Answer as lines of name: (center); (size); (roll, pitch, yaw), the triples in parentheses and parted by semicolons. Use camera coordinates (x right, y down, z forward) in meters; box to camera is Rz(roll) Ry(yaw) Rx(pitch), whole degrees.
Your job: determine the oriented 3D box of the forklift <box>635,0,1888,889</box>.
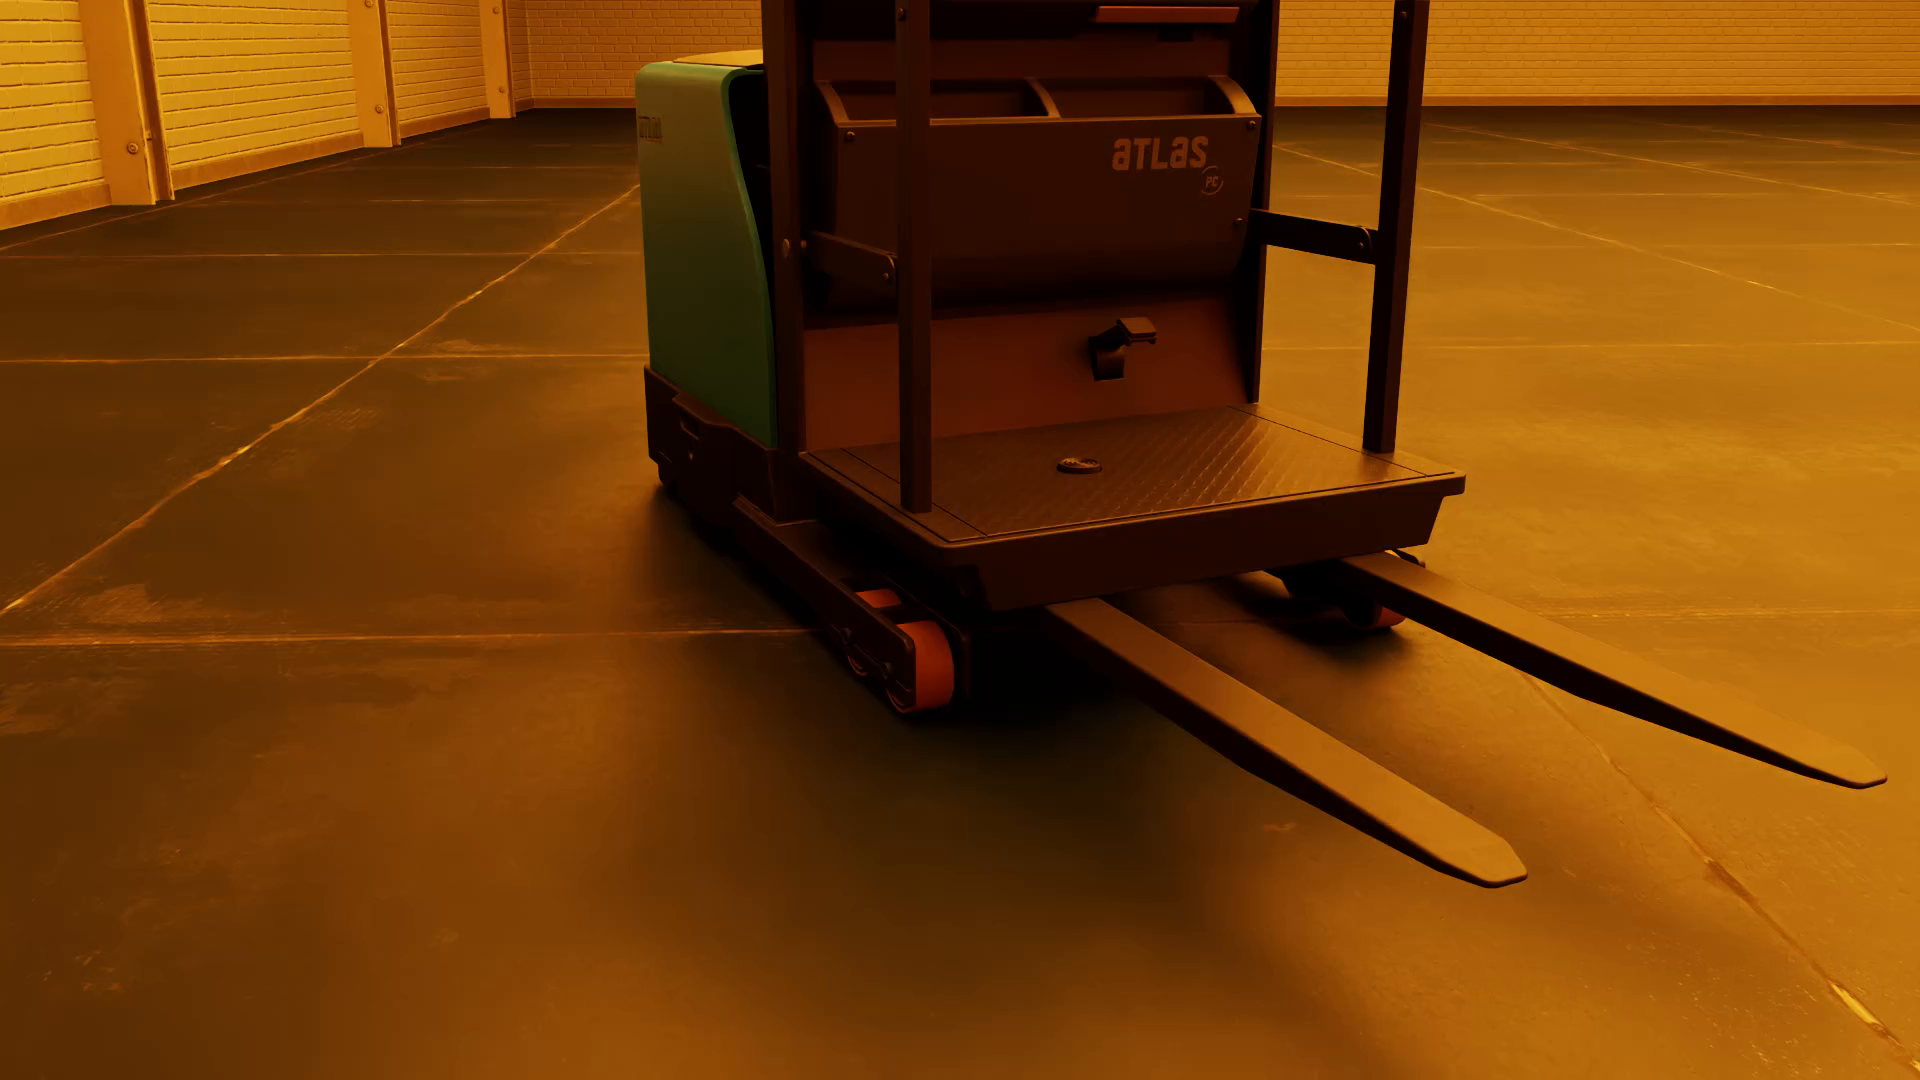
forklift: (0.258, -1.240, 2.962); (1.130, 2.935, 3.031); (-8, 19, -24)
